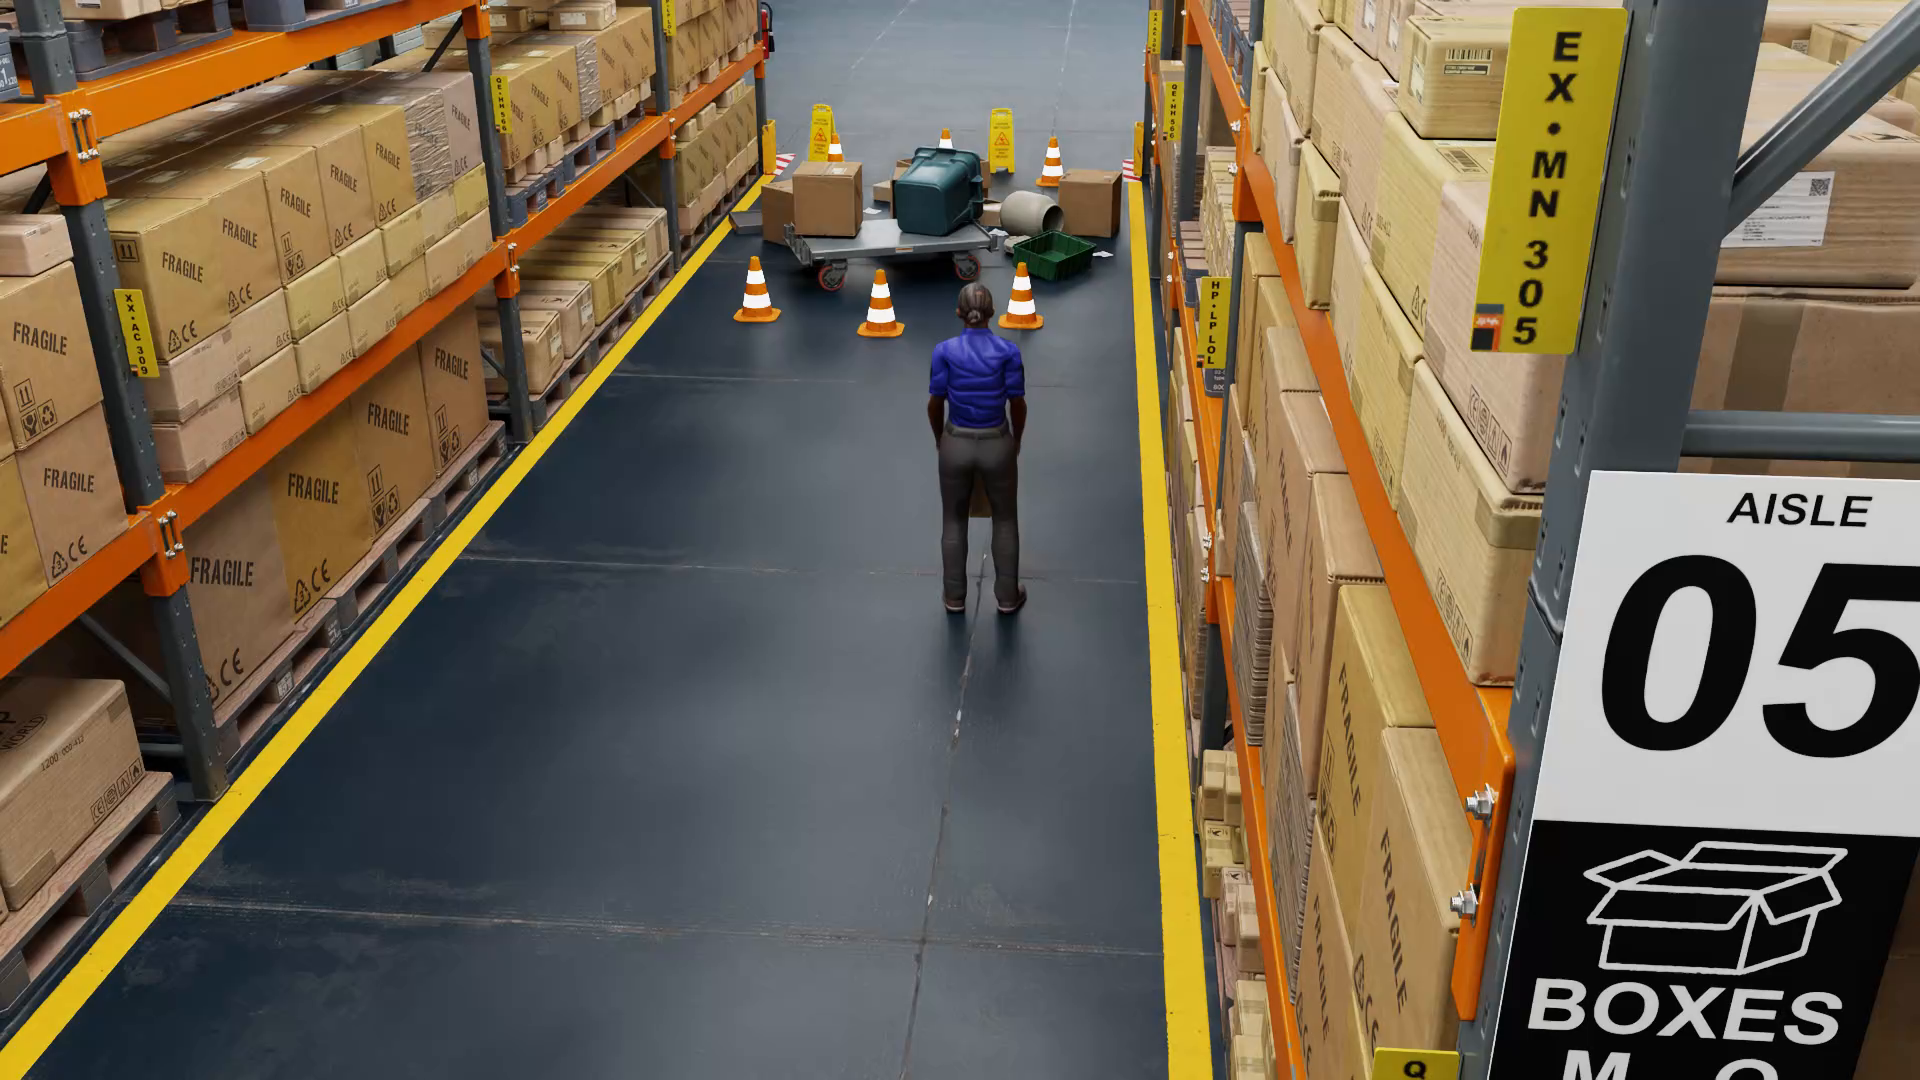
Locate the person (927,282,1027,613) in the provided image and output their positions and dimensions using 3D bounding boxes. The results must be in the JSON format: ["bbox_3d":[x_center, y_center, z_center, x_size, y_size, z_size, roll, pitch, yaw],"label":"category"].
[{"bbox_3d":[0.091,-0.431,8.042,0.492,1.660,0.345,1,25,3],"label":"person"}]
